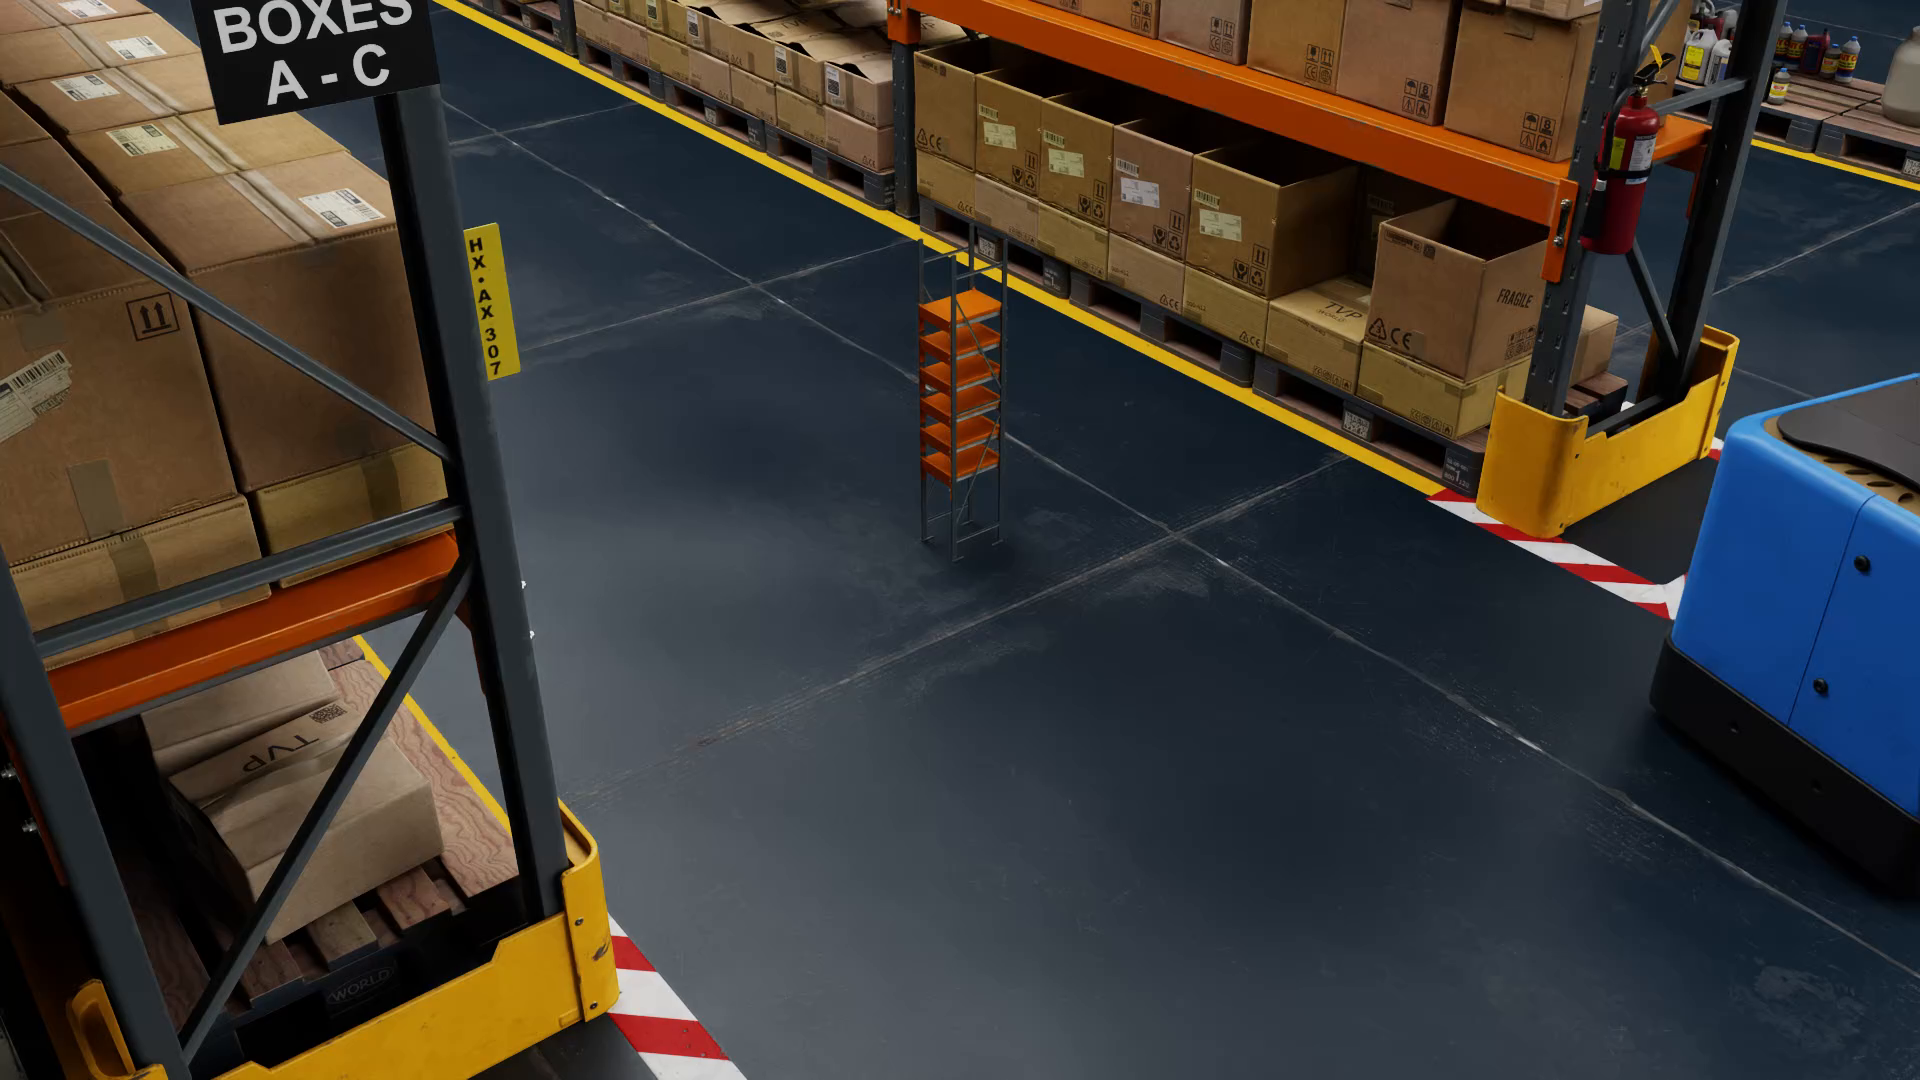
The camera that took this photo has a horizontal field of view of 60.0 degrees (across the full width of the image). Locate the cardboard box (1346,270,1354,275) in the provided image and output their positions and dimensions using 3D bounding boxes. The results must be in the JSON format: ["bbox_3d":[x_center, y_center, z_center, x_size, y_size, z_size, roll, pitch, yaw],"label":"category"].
[{"bbox_3d":[1.759,-1.256,7.637,0.500,0.250,0.500,-22,38,-31],"label":"cardboard box"}]

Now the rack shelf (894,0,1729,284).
[{"bbox_3d":[1.302,-2.062,7.409,1.077,0.370,4.000,-22,38,-31],"label":"rack shelf"}]

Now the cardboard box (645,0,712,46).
[{"bbox_3d":[-1.649,-3.374,10.516,0.500,0.311,0.500,-23,39,-33],"label":"cardboard box"}]

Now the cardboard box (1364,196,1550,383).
[{"bbox_3d":[1.964,-0.990,6.499,0.500,0.500,0.500,-22,38,-31],"label":"cardboard box"}]

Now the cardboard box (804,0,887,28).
[{"bbox_3d":[-0.603,-3.128,10.121,0.500,0.311,0.500,-24,39,-33],"label":"cardboard box"}]

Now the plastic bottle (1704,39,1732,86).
[{"bbox_3d":[4.753,-2.961,10.338,0.152,0.276,0.135,-23,39,-33],"label":"plastic bottle"}]

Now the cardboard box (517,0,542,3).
[{"bbox_3d":[-3.137,-4.307,12.294,0.500,0.500,0.500,-21,37,-30],"label":"cardboard box"}]

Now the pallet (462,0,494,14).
[{"bbox_3d":[-3.550,-4.515,13.320,1.003,0.211,1.213,-22,38,-31],"label":"pallet"}]

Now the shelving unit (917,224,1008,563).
[{"bbox_3d":[0.009,-0.504,5.924,0.258,1.200,0.189,-22,38,-31],"label":"shelving unit"}]

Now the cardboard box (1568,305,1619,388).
[{"bbox_3d":[2.375,-0.840,6.968,0.500,0.250,0.500,-22,38,-31],"label":"cardboard box"}]

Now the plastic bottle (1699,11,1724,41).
[{"bbox_3d":[4.941,-3.342,10.945,0.061,0.283,0.133,-22,38,-31],"label":"plastic bottle"}]

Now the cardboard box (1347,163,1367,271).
[{"bbox_3d":[1.750,-1.571,7.433,0.500,0.500,0.500,-22,38,-31],"label":"cardboard box"}]

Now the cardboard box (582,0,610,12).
[{"bbox_3d":[-2.288,-3.804,11.208,0.500,0.311,0.500,-21,37,-30],"label":"cardboard box"}]

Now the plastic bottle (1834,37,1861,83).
[{"bbox_3d":[5.578,-3.020,10.438,0.097,0.271,0.097,0,32,0],"label":"plastic bottle"}]

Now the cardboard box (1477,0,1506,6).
[{"bbox_3d":[1.982,-2.059,6.012,0.380,0.149,0.250,-21,38,-30],"label":"cardboard box"}]

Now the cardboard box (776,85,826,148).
[{"bbox_3d":[-0.717,-2.502,9.644,0.500,0.250,0.500,-23,39,-32],"label":"cardboard box"}]

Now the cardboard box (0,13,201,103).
[{"bbox_3d":[-2.371,-1.128,4.635,0.500,0.500,0.500,-21,38,-30],"label":"cardboard box"}]

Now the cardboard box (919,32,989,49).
[{"bbox_3d":[0.019,-2.703,9.435,0.500,0.311,0.500,-22,38,-31],"label":"cardboard box"}]

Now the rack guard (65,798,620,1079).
[{"bbox_3d":[-1.429,1.100,4.005,1.175,0.500,0.348,-22,38,-31],"label":"rack guard"}]

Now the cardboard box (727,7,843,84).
[{"bbox_3d":[-1.028,-2.950,9.833,0.500,0.311,0.500,-22,38,-32],"label":"cardboard box"}]

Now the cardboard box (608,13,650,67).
[{"bbox_3d":[-1.979,-3.356,11.019,0.500,0.250,0.500,-23,39,-33],"label":"cardboard box"}]

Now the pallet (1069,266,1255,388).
[{"bbox_3d":[1.282,-1.163,7.923,1.003,0.211,1.213,-22,38,-31],"label":"pallet"}]

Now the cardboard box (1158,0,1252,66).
[{"bbox_3d":[1.300,-2.420,7.208,0.700,0.500,0.500,-21,38,-30],"label":"cardboard box"}]

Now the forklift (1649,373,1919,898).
[{"bbox_3d":[3.752,-0.769,4.710,3.031,2.935,1.130,-13,34,-21],"label":"forklift"}]

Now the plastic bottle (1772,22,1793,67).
[{"bbox_3d":[5.306,-3.204,10.735,0.097,0.271,0.097,0,32,0],"label":"plastic bottle"}]

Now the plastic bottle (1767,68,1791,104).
[{"bbox_3d":[4.971,-2.757,10.081,0.097,0.201,0.097,0,32,0],"label":"plastic bottle"}]

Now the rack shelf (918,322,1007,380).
[{"bbox_3d":[0.009,-0.670,5.821,0.258,0.103,0.180,-22,38,-31],"label":"rack shelf"}]

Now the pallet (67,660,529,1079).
[{"bbox_3d":[-1.899,0.873,4.645,1.003,0.211,1.213,-22,38,-31],"label":"pallet"}]

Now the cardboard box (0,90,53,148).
[{"bbox_3d":[-2.461,-0.748,4.024,0.500,0.500,0.500,-23,39,-33],"label":"cardboard box"}]

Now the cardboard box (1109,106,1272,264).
[{"bbox_3d":[1.034,-1.611,7.499,0.500,0.500,0.500,-22,38,-31],"label":"cardboard box"}]

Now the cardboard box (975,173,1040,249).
[{"bbox_3d":[0.423,-1.710,8.369,0.500,0.250,0.500,-22,38,-31],"label":"cardboard box"}]

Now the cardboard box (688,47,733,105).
[{"bbox_3d":[-1.342,-2.928,10.329,0.500,0.250,0.500,-21,38,-30],"label":"cardboard box"}]

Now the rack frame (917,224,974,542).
[{"bbox_3d":[-0.047,-0.542,5.985,0.240,1.200,0.006,-22,38,-31],"label":"rack frame"}]

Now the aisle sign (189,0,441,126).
[{"bbox_3d":[-1.101,-1.102,2.717,0.394,0.787,0.004,-22,38,-31],"label":"aisle sign"}]

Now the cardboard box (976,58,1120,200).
[{"bbox_3d":[0.425,-2.030,8.173,0.500,0.500,0.500,-22,38,-31],"label":"cardboard box"}]

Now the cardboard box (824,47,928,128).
[{"bbox_3d":[-0.400,-2.526,9.151,0.500,0.311,0.500,-22,38,-31],"label":"cardboard box"}]

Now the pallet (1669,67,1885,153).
[{"bbox_3d":[5.121,-2.816,10.583,1.003,0.211,1.213,-22,38,-31],"label":"pallet"}]

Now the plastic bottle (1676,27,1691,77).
[{"bbox_3d":[4.534,-3.138,10.552,0.144,0.351,0.185,-23,38,-32],"label":"plastic bottle"}]

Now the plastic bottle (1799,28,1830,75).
[{"bbox_3d":[5.453,-3.125,10.596,0.061,0.283,0.133,-22,38,-31],"label":"plastic bottle"}]

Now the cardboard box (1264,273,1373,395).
[{"bbox_3d":[1.650,-0.877,7.027,0.500,0.250,0.500,-22,38,-31],"label":"cardboard box"}]

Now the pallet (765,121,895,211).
[{"bbox_3d":[-0.407,-2.311,9.771,1.003,0.211,1.213,-22,38,-31],"label":"pallet"}]

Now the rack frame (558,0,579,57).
[{"bbox_3d":[-2.378,-4.868,11.246,1.000,3.000,0.127,-22,38,-31],"label":"rack frame"}]

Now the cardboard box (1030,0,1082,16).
[{"bbox_3d":[0.681,-2.843,7.890,0.700,0.500,0.500,-23,38,-32],"label":"cardboard box"}]

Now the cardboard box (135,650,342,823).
[{"bbox_3d":[-2.085,0.470,4.781,0.500,0.311,0.500,-19,37,-28],"label":"cardboard box"}]

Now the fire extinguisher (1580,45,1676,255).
[{"bbox_3d":[2.234,-1.302,5.577,0.296,0.674,0.183,-22,38,-31],"label":"fire extinguisher"}]

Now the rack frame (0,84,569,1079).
[{"bbox_3d":[-1.383,0.070,3.294,1.000,3.000,0.127,-22,38,-31],"label":"rack frame"}]

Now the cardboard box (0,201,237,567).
[{"bbox_3d":[-1.840,-0.321,3.336,0.500,0.500,0.500,-23,38,-32],"label":"cardboard box"}]

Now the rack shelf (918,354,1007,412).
[{"bbox_3d":[0.009,-0.568,5.884,0.258,0.103,0.180,-22,38,-31],"label":"rack shelf"}]

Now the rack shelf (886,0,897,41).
[{"bbox_3d":[-1.151,-3.729,10.093,1.077,0.370,4.000,-22,38,-31],"label":"rack shelf"}]

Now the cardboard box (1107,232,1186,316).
[{"bbox_3d":[1.037,-1.294,7.698,0.500,0.250,0.500,-22,38,-31],"label":"cardboard box"}]

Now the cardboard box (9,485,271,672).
[{"bbox_3d":[-1.822,-0.007,3.541,0.500,0.250,0.500,-22,38,-31],"label":"cardboard box"}]

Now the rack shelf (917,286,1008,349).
[{"bbox_3d":[0.009,-0.772,5.757,0.258,0.103,0.180,-22,38,-31],"label":"rack shelf"}]

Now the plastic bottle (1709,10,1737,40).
[{"bbox_3d":[5.025,-3.374,11.003,0.152,0.276,0.135,-22,38,-31],"label":"plastic bottle"}]

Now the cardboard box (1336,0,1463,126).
[{"bbox_3d":[1.926,-1.993,6.521,0.700,0.500,0.500,-21,38,-30],"label":"cardboard box"}]

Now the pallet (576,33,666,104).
[{"bbox_3d":[-1.904,-3.328,11.409,1.003,0.211,1.213,-22,38,-31],"label":"pallet"}]

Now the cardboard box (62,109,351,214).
[{"bbox_3d":[-1.733,-0.699,3.945,0.500,0.500,0.500,-22,38,-31],"label":"cardboard box"}]
